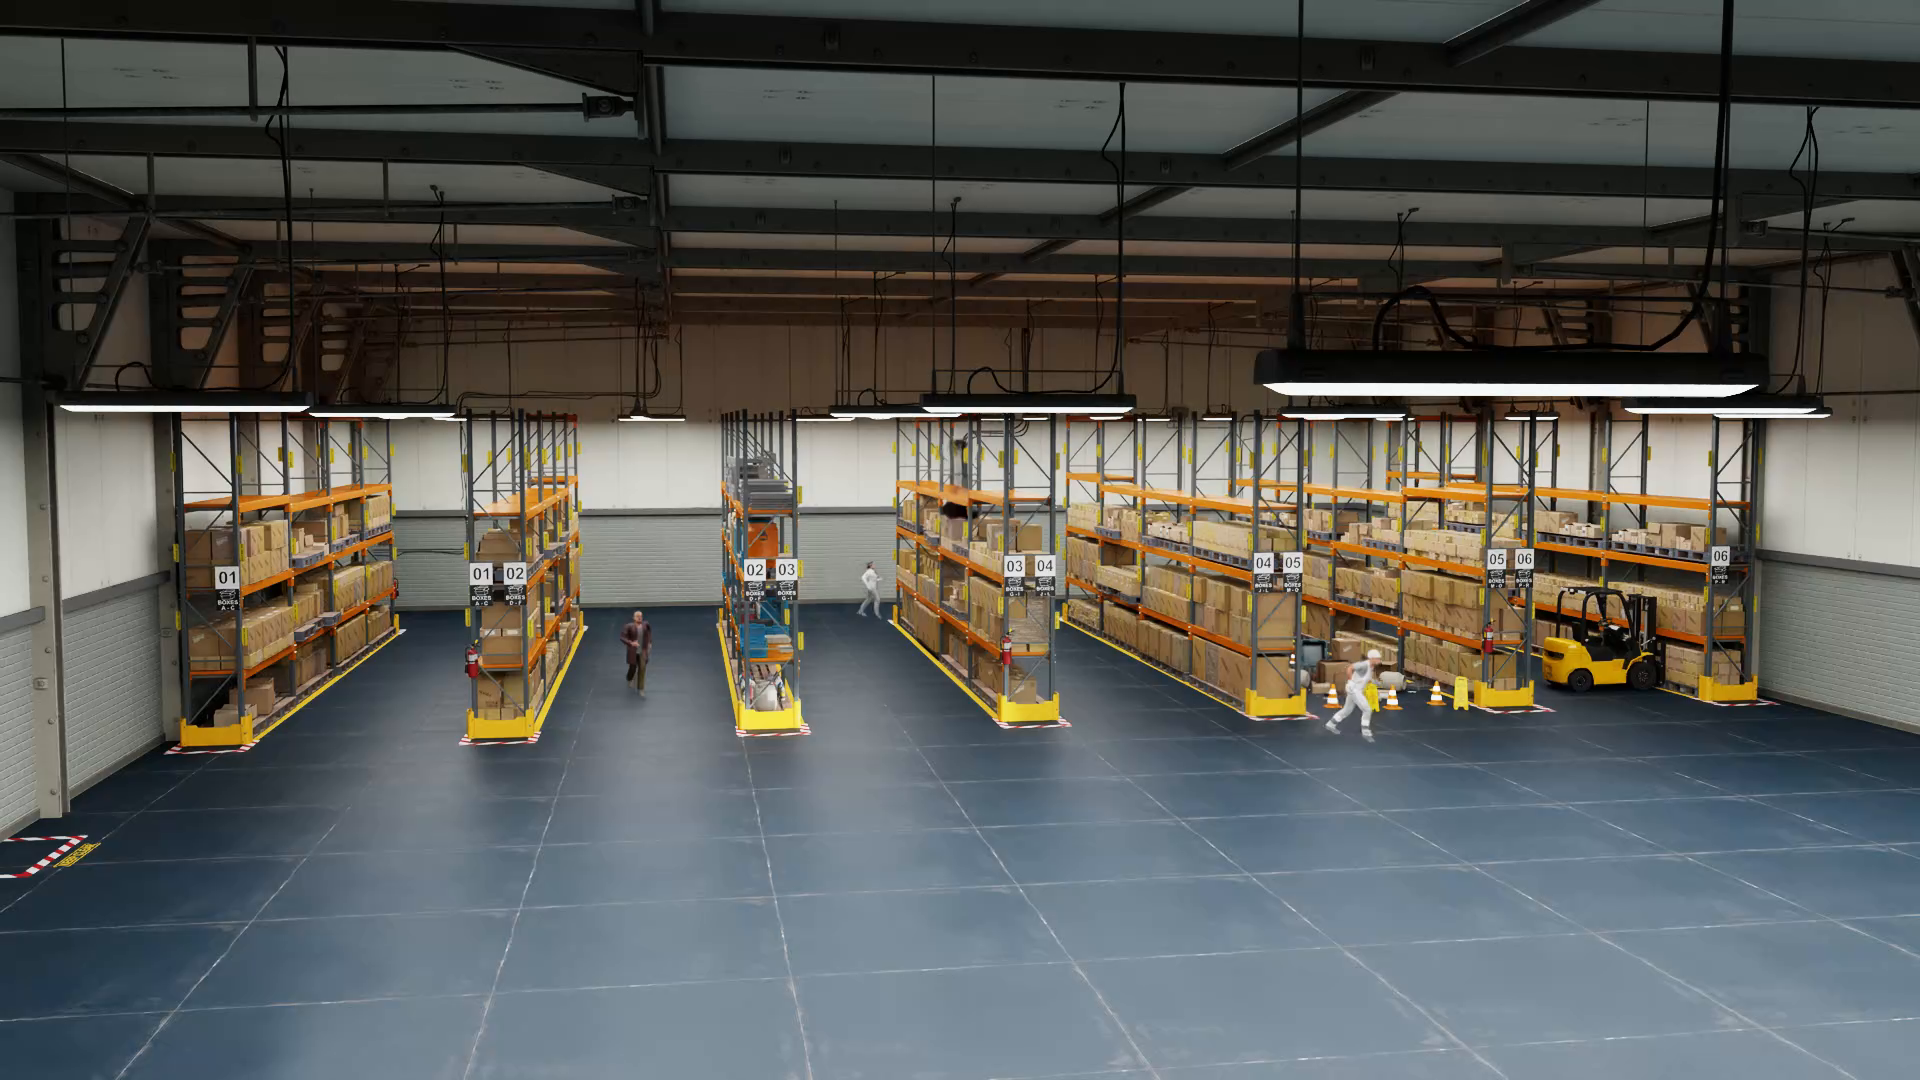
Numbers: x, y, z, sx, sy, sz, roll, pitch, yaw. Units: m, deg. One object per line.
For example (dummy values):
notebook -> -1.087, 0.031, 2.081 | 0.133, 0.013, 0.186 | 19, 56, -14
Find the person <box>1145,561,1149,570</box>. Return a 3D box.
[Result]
person -> 5.359, 1.470, 48.347 | 0.711, 1.748, 0.884 | -3, 5, -35

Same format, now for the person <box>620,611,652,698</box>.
person -> -6.846, 2.383, 35.185 | 0.733, 1.781, 1.104 | -2, 5, -28

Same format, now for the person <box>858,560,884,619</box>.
person -> -2.630, 1.465, 48.903 | 0.776, 1.749, 0.588 | 0, 4, -1

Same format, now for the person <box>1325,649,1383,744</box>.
person -> 7.096, 2.812, 30.005 | 1.051, 1.731, 0.707 | 2, 5, 31
